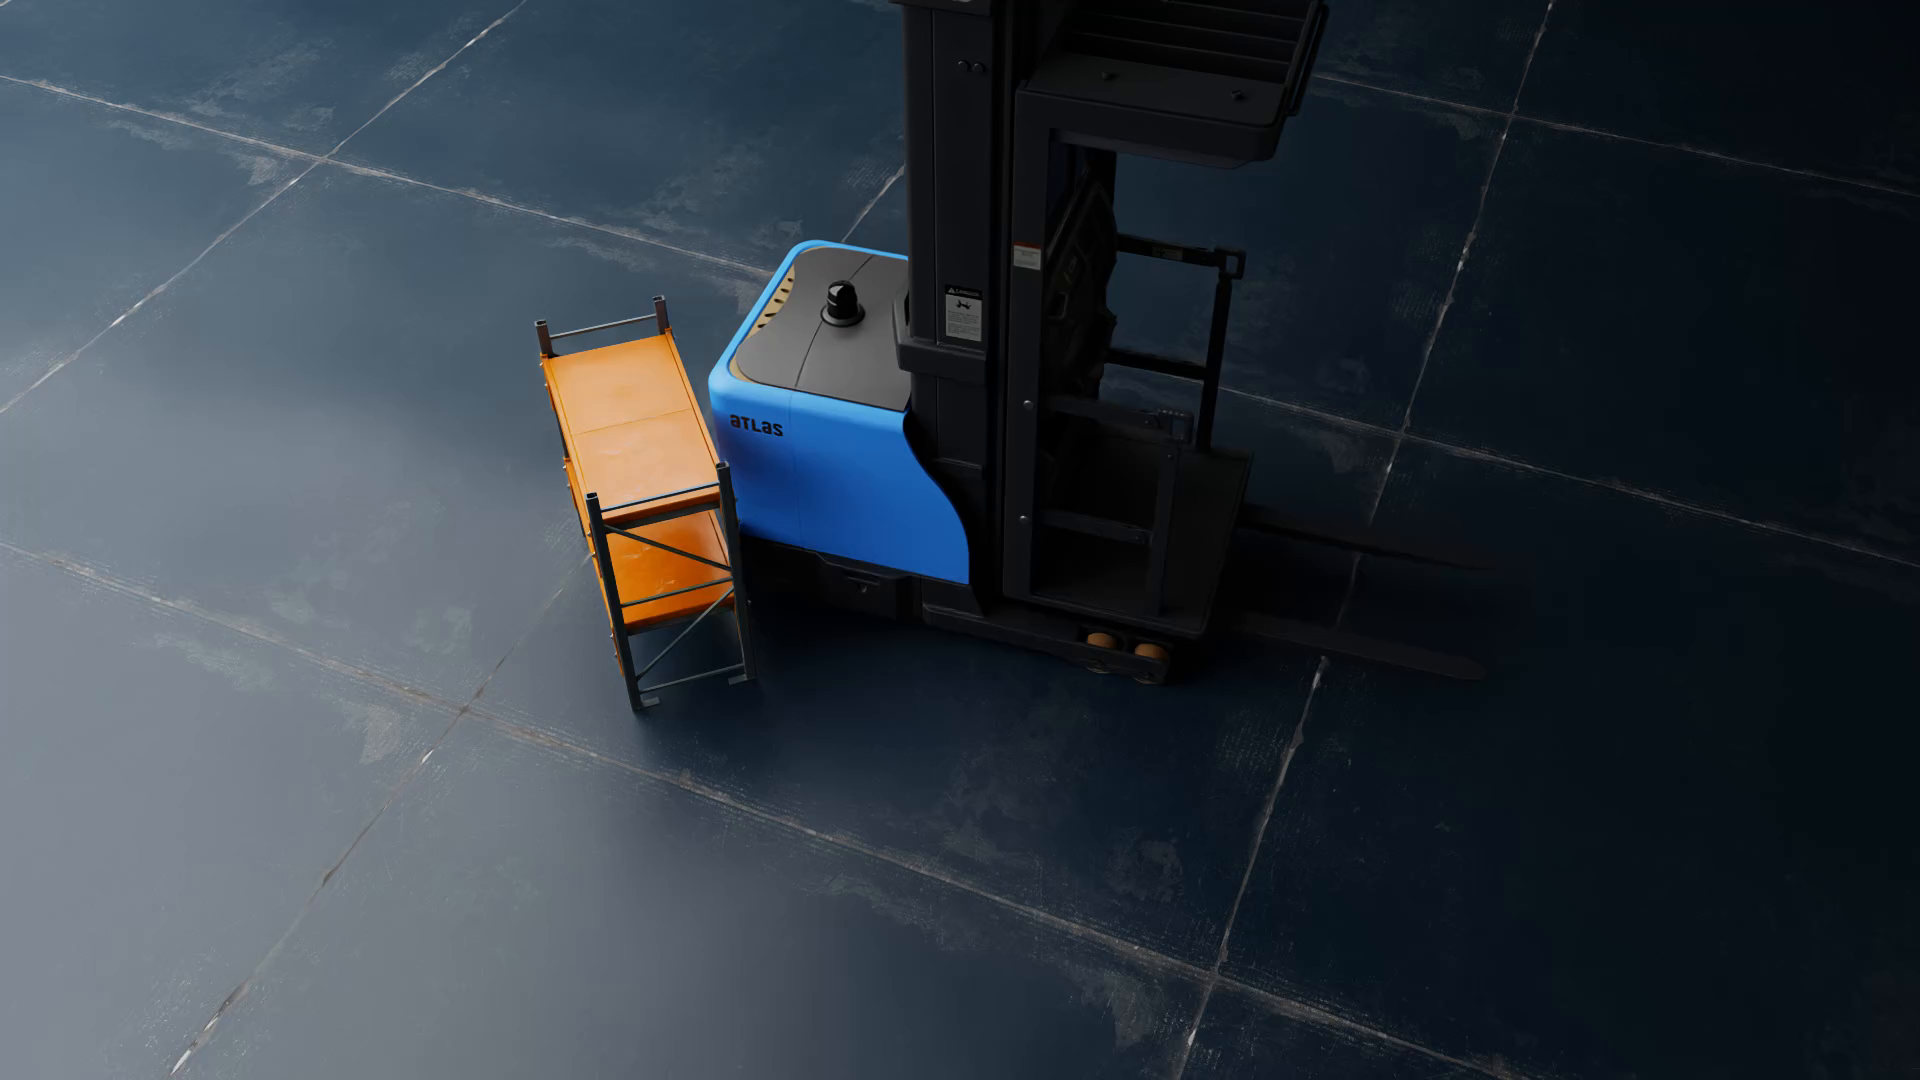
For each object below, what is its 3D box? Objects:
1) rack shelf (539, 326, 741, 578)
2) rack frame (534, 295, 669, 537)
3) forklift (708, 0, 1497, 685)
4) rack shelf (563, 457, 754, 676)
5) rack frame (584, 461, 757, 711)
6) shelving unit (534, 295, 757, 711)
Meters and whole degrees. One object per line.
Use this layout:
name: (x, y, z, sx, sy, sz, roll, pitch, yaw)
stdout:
rack shelf: (-1.209, -0.352, 6.230, 0.538, 0.278, 1.000, -14, 47, -14)
rack frame: (-1.380, -0.482, 6.776, 0.500, 1.125, 0.032, -14, 47, -14)
forklift: (0.618, -0.894, 5.910, 3.031, 2.935, 1.130, 12, 46, 12)
rack shelf: (-1.209, 0.029, 6.609, 0.538, 0.278, 1.000, -14, 47, -14)
rack frame: (-1.037, 0.193, 6.097, 0.500, 1.125, 0.032, -14, 47, -14)
shelving unit: (-1.209, -0.144, 6.436, 0.538, 1.125, 1.048, -14, 47, -14)
